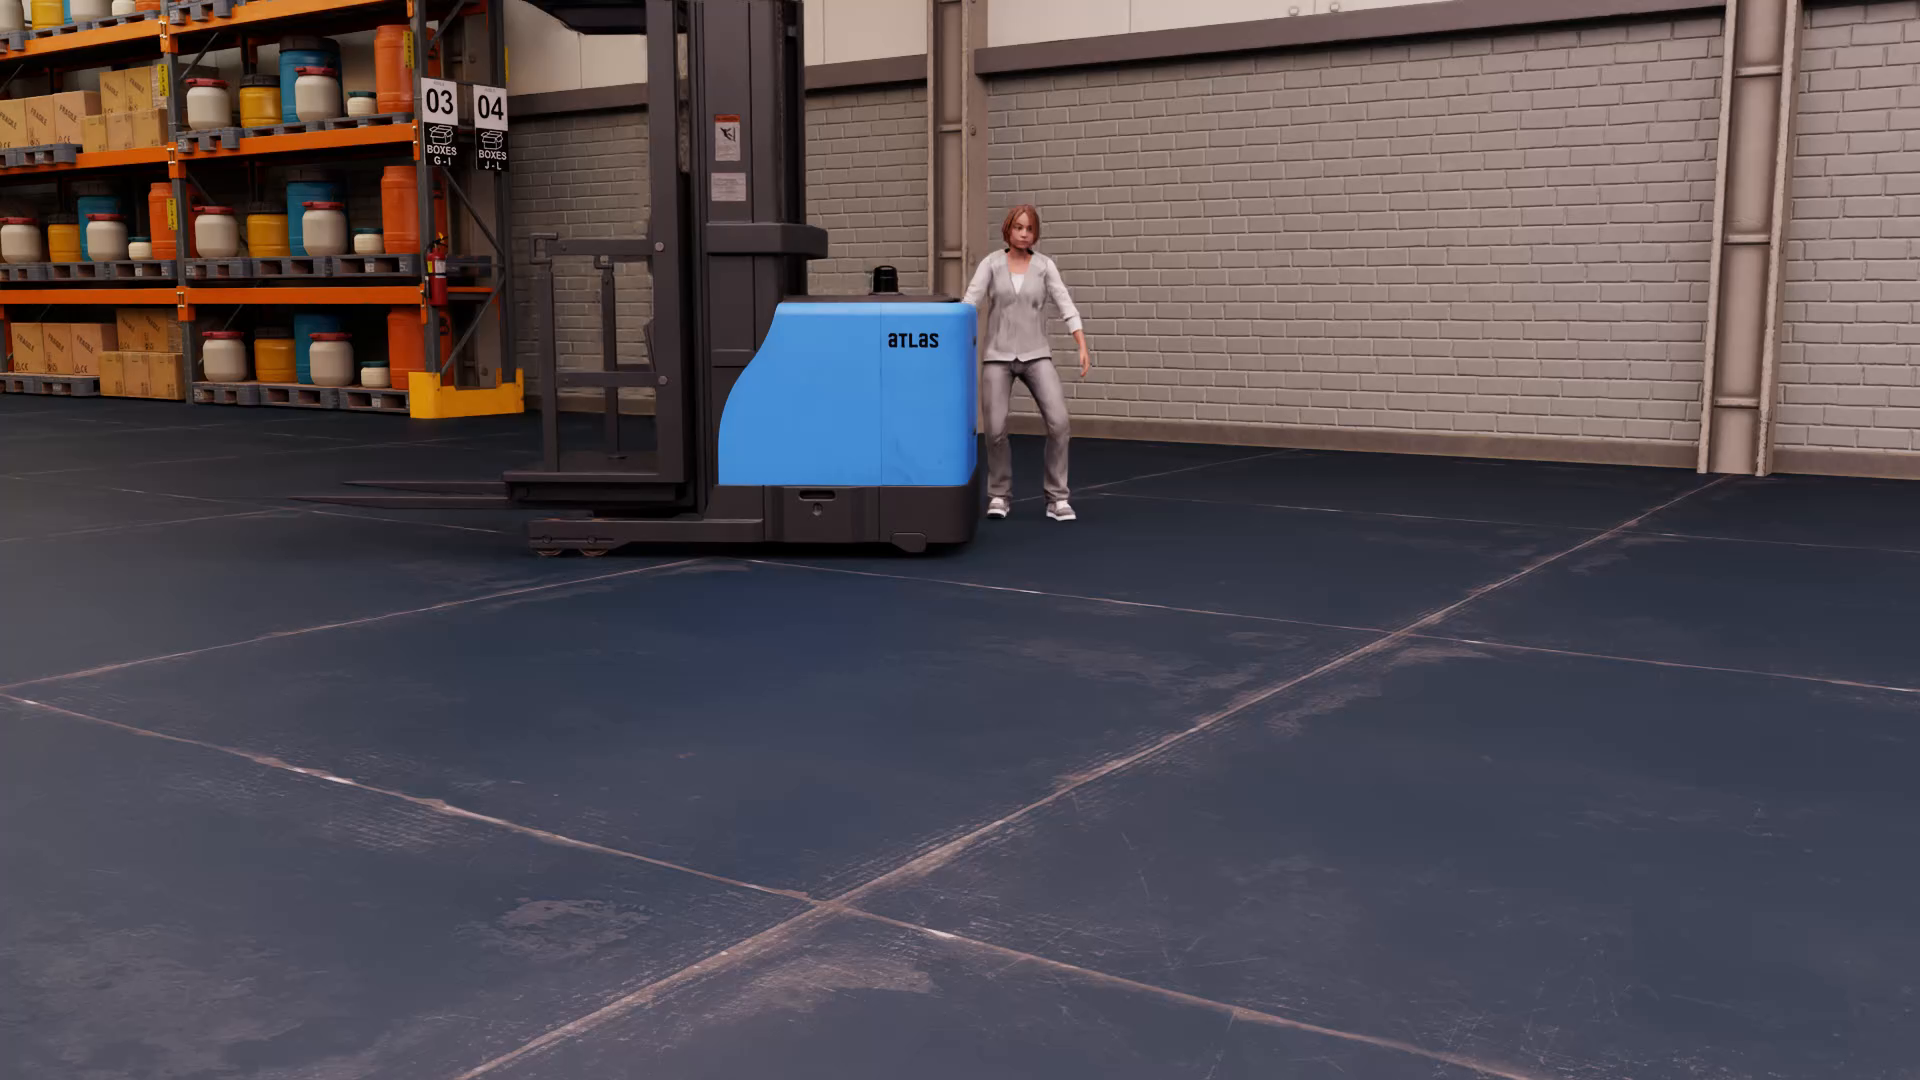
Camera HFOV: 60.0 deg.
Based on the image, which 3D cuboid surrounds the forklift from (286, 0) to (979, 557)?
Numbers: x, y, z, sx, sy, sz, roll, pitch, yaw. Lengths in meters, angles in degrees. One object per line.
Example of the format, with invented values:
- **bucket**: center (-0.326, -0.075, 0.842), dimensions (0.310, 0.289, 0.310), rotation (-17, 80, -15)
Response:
- **forklift**: center (-1.445, -1.452, 7.401), dimensions (3.031, 2.935, 1.130), rotation (0, 8, 3)

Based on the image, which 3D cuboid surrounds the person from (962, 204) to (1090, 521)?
- **person**: center (0.296, -0.878, 8.255), dimensions (0.694, 1.553, 0.412), rotation (0, 8, -2)
